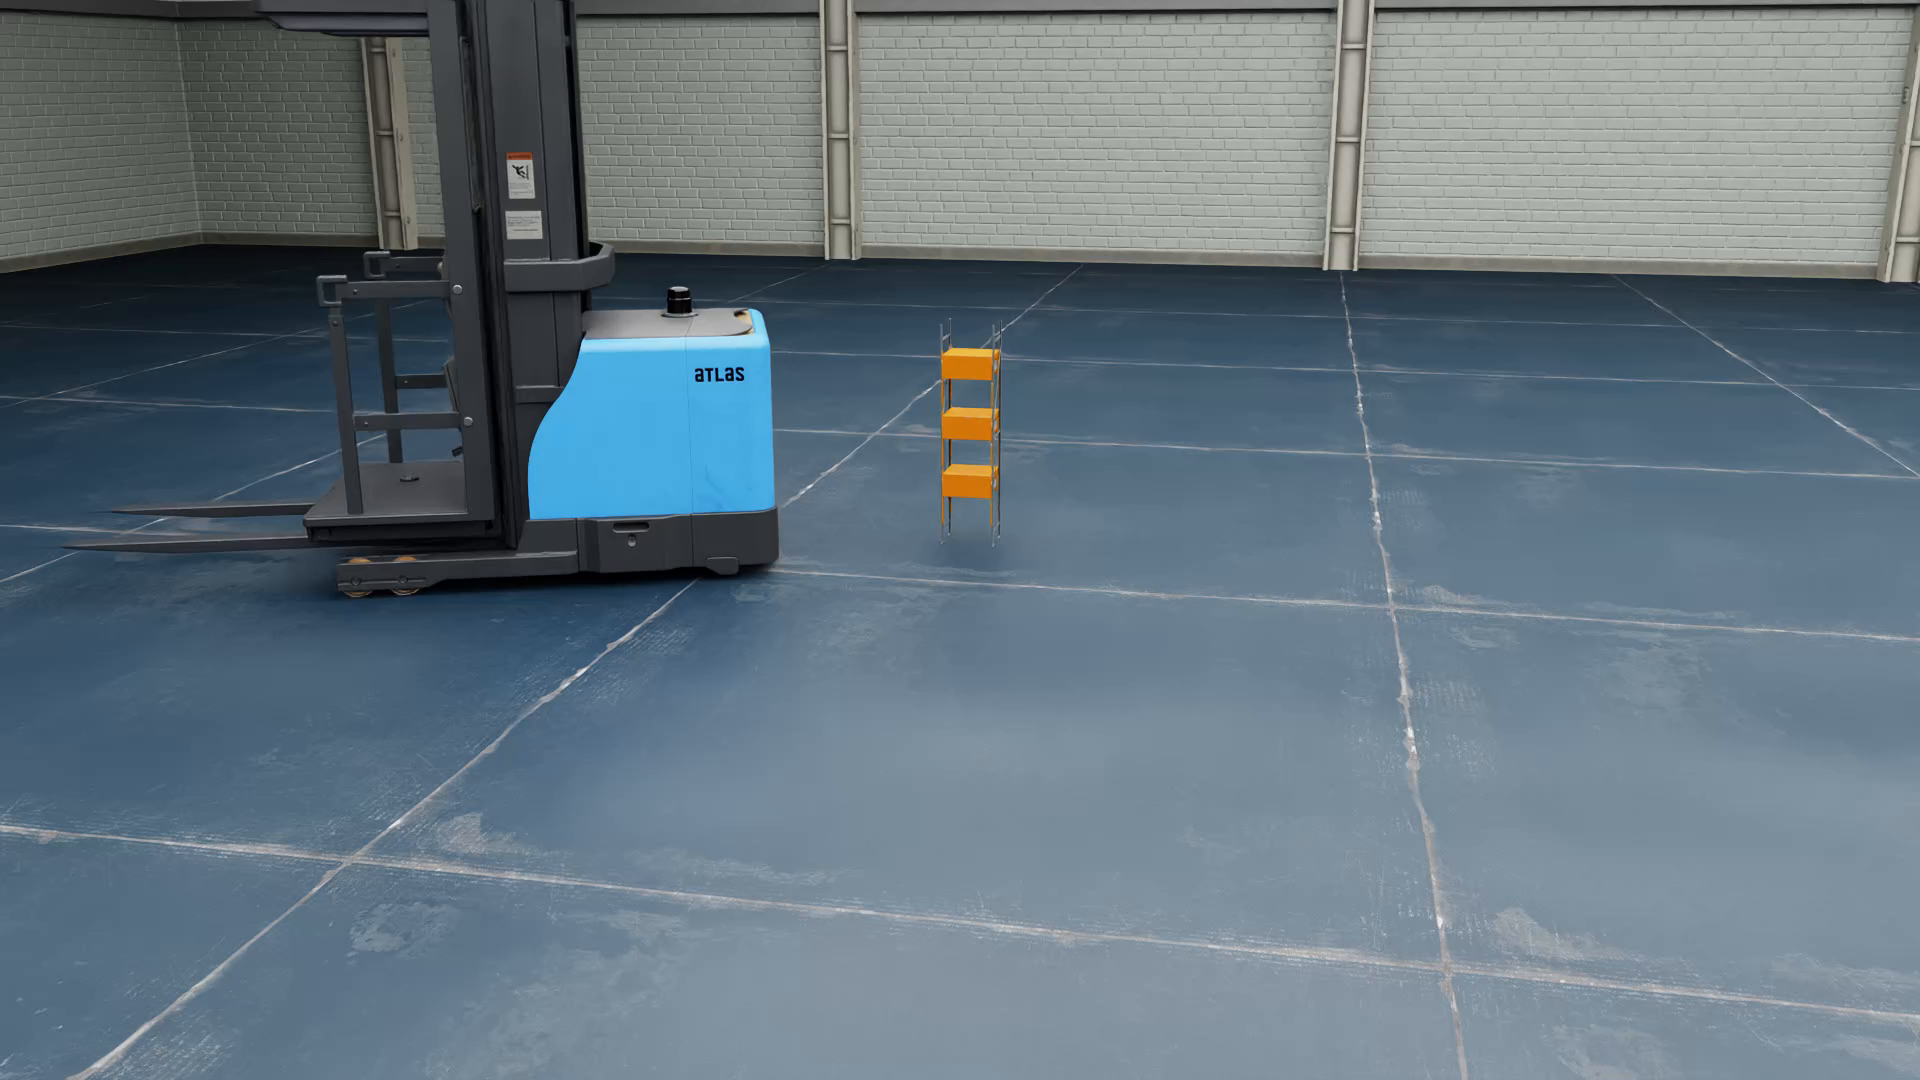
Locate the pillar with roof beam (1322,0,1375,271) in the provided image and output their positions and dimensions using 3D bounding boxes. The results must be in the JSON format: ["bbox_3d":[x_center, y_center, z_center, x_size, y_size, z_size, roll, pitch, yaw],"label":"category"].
[{"bbox_3d":[3.579,-6.376,14.151,0.400,9.000,9.100,3,16,11],"label":"pillar with roof beam"}]

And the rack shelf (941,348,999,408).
[{"bbox_3d":[0.052,-0.766,7.769,0.240,0.259,0.215,3,16,11],"label":"rack shelf"}]

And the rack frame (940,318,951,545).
[{"bbox_3d":[-0.067,-0.510,7.865,0.008,1.050,0.200,3,16,11],"label":"rack frame"}]

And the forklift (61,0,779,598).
[{"bbox_3d":[-2.371,-1.318,7.258,3.031,2.935,1.130,-2,16,-8],"label":"forklift"}]

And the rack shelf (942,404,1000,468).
[{"bbox_3d":[0.052,-0.493,7.844,0.240,0.259,0.215,3,16,11],"label":"rack shelf"}]

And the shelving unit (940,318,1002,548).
[{"bbox_3d":[0.052,-0.503,7.842,0.252,1.050,0.215,3,16,11],"label":"shelving unit"}]

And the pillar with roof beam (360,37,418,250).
[{"bbox_3d":[-8.180,-7.014,16.456,0.400,9.000,9.100,3,16,11],"label":"pillar with roof beam"}]

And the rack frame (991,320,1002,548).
[{"bbox_3d":[0.172,-0.497,7.818,0.008,1.050,0.200,3,16,11],"label":"rack frame"}]

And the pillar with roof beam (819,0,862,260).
[{"bbox_3d":[-2.301,-6.695,15.303,0.400,9.000,9.100,3,16,11],"label":"pillar with roof beam"}]

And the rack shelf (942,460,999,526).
[{"bbox_3d":[0.052,-0.225,7.919,0.240,0.259,0.215,3,16,11],"label":"rack shelf"}]

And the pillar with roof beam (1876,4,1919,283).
[{"bbox_3d":[9.459,-6.056,12.999,0.400,9.000,9.100,3,16,11],"label":"pillar with roof beam"}]
